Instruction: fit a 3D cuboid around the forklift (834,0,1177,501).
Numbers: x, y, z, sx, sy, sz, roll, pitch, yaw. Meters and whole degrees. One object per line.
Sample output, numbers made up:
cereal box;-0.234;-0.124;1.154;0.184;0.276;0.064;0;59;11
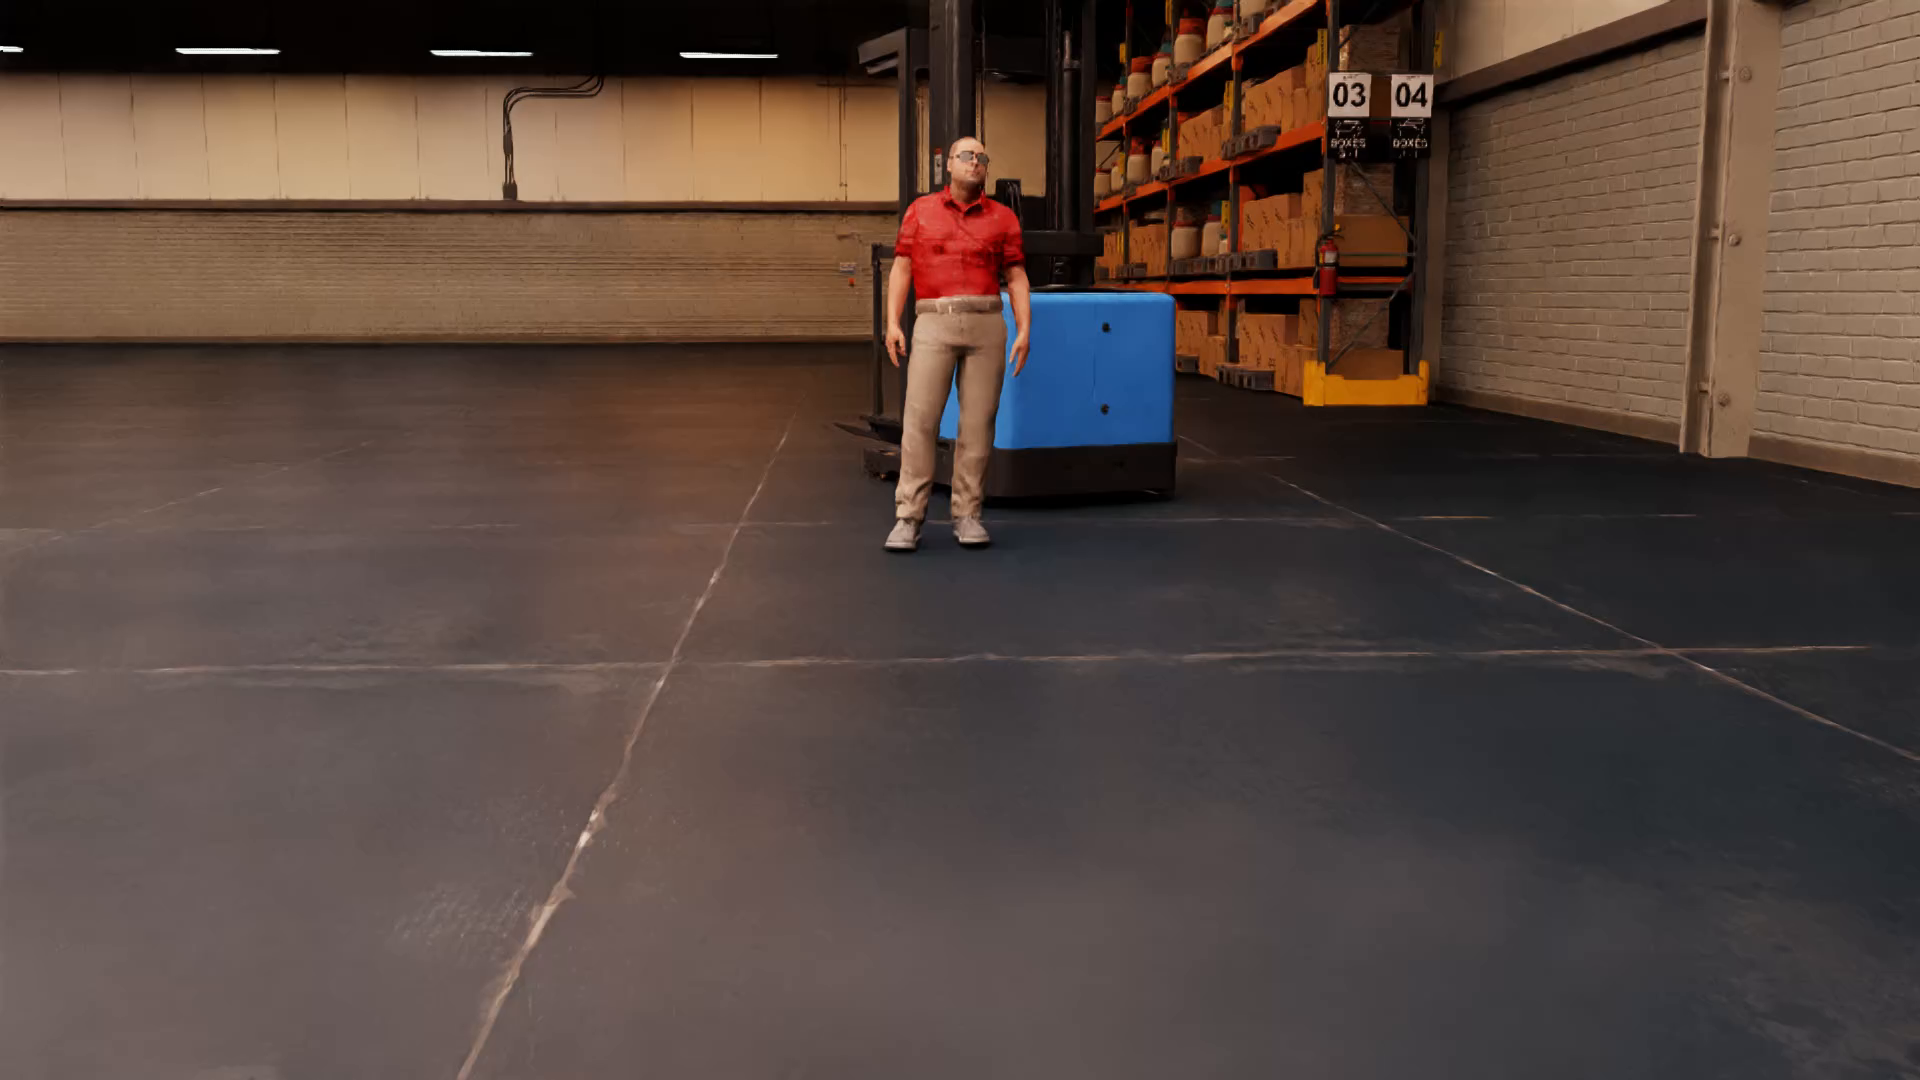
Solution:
forklift;0.077;-1.823;9.611;1.130;2.935;3.031;-4;9;-23

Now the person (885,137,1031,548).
person;-0.006;-0.849;7.093;0.640;1.726;0.550;-1;8;-4
